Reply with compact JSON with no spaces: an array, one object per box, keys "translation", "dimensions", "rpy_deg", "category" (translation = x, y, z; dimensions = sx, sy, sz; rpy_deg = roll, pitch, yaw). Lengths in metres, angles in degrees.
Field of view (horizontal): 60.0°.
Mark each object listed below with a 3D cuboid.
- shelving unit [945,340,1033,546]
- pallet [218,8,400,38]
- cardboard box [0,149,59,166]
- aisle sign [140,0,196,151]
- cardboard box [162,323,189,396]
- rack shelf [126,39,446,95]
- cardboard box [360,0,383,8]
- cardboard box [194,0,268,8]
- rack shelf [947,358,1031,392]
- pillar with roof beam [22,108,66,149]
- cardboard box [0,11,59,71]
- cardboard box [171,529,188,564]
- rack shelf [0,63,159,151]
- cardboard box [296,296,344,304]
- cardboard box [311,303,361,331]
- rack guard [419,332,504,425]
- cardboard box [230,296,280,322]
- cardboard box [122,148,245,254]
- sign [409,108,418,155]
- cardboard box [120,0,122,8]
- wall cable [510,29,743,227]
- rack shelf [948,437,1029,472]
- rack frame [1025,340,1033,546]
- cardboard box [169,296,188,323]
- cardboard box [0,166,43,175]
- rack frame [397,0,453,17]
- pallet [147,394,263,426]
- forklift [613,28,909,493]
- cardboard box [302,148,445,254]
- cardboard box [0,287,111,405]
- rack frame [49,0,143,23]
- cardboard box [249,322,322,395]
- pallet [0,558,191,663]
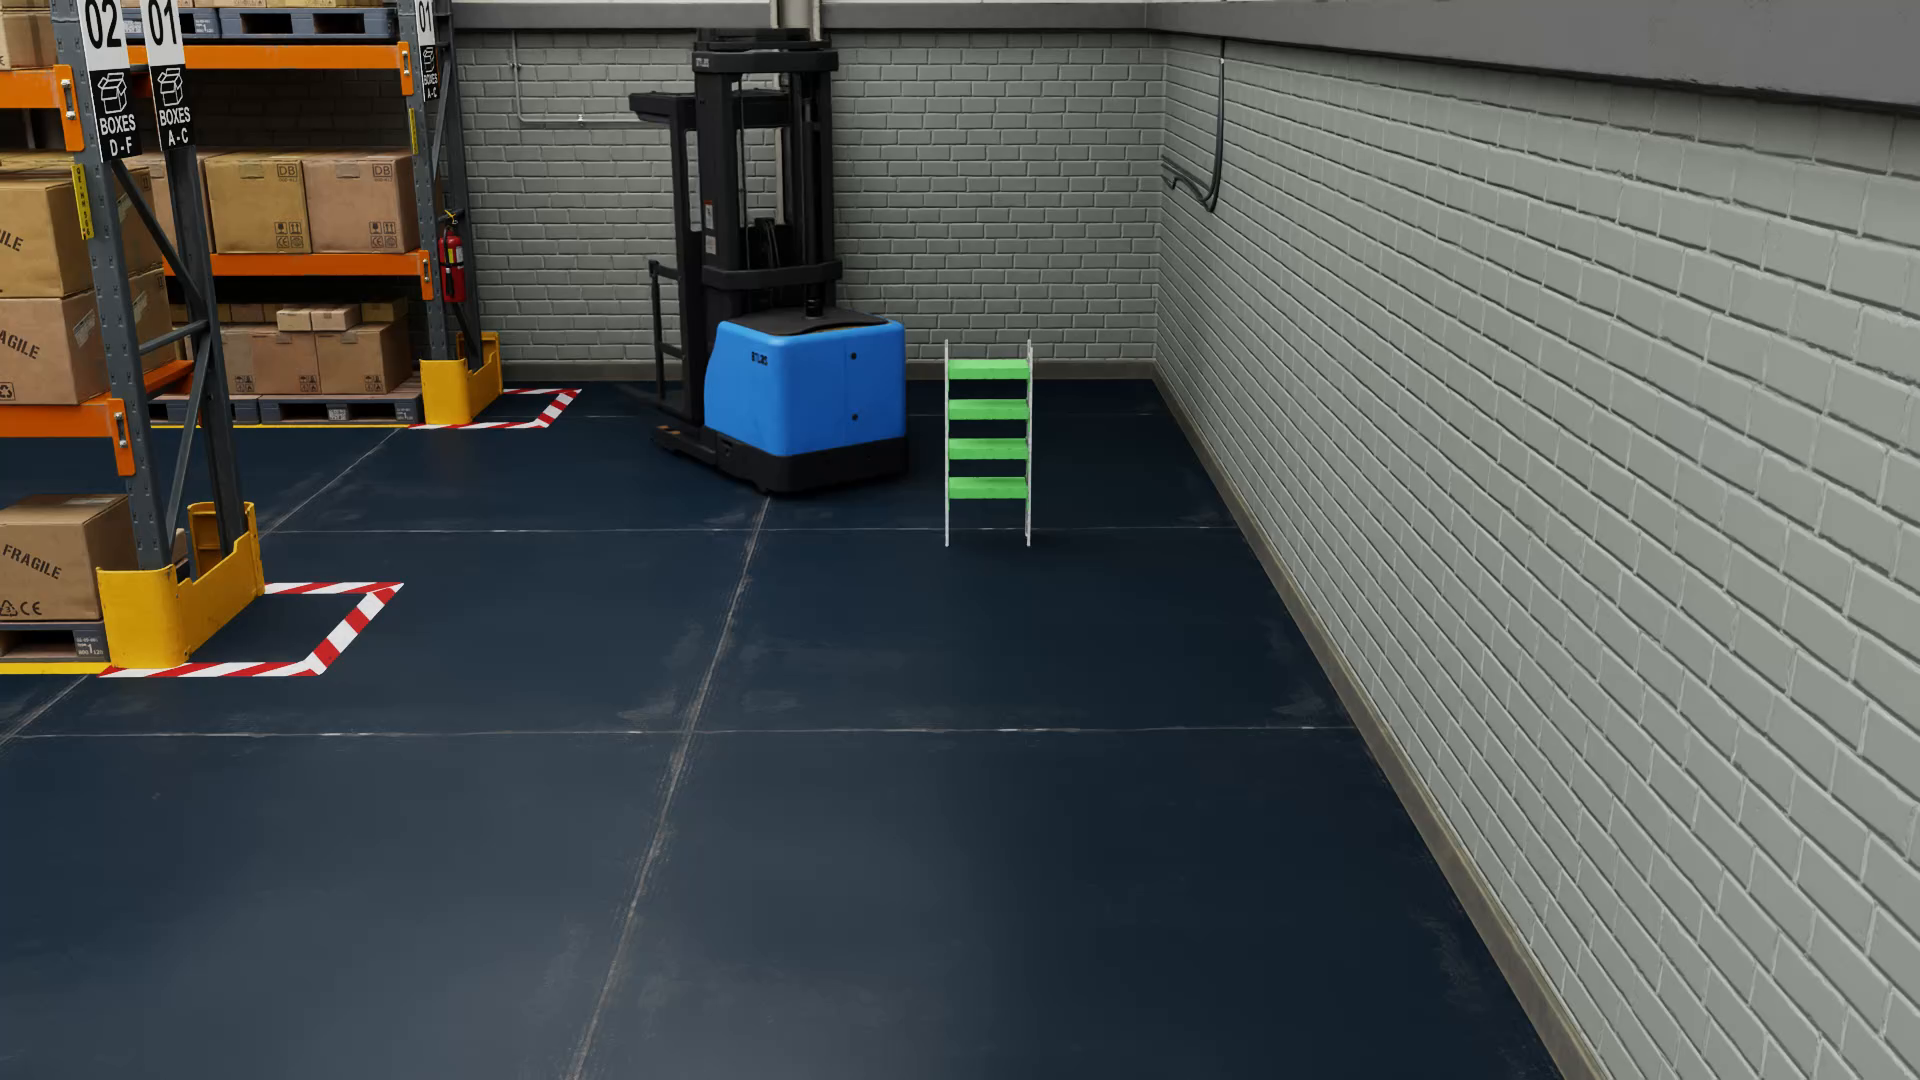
[{"translation":[0.166,-0.572,9.867],"dimensions":[0.503,1.200,0.258],"rpy_deg":[0,18,-1],"category":"shelving unit"},{"translation":[-4.736,-3.872,12.443],"dimensions":[1.213,0.211,1.003],"rpy_deg":[0,18,-1],"category":"pallet"},{"translation":[-7.451,-2.614,12.795],"dimensions":[0.700,0.700,0.980],"rpy_deg":[0,18,0],"category":"cardboard box"},{"translation":[-3.849,-2.308,8.076],"dimensions":[0.004,0.787,0.394],"rpy_deg":[0,18,-1],"category":"aisle sign"},{"translation":[-6.229,-1.459,13.090],"dimensions":[0.500,0.500,0.700],"rpy_deg":[0,18,0],"category":"cardboard box"},{"translation":[-5.994,-3.569,12.530],"dimensions":[4.000,0.370,1.077],"rpy_deg":[0,18,-1],"category":"rack shelf"},{"translation":[-4.728,-4.169,12.617],"dimensions":[0.500,0.250,0.500],"rpy_deg":[1,18,2],"category":"cardboard box"},{"translation":[-5.243,-4.010,12.121],"dimensions":[0.500,0.250,0.500],"rpy_deg":[-1,18,-3],"category":"cardboard box"},{"translation":[0.166,-0.968,9.740],"dimensions":[0.480,0.148,0.258],"rpy_deg":[0,18,-1],"category":"rack shelf"},{"translation":[-7.240,-4.283,8.668],"dimensions":[0.400,9.000,9.100],"rpy_deg":[0,18,-1],"category":"pillar with roof beam"},{"translation":[-4.422,-2.254,7.498],"dimensions":[0.500,0.250,0.500],"rpy_deg":[0,18,-1],"category":"cardboard box"},{"translation":[-4.337,0.065,8.882],"dimensions":[0.250,0.149,0.380],"rpy_deg":[0,18,-1],"category":"cardboard box"},{"translation":[-5.912,-2.056,7.814],"dimensions":[4.000,0.370,1.077],"rpy_deg":[0,18,-1],"category":"rack shelf"},{"translation":[-5.077,-1.837,13.205],"dimensions":[0.250,0.149,0.380],"rpy_deg":[0,18,-1],"category":"cardboard box"},{"translation":[-4.818,-1.721,12.846],"dimensions":[0.250,0.149,0.380],"rpy_deg":[0,18,-2],"category":"cardboard box"},{"translation":[-3.970,-1.303,13.291],"dimensions":[0.348,0.500,1.175],"rpy_deg":[0,18,-1],"category":"rack guard"},{"translation":[-5.582,-1.834,13.198],"dimensions":[0.250,0.149,0.380],"rpy_deg":[0,18,0],"category":"cardboard box"},{"translation":[-5.994,-2.623,12.821],"dimensions":[0.700,0.700,0.980],"rpy_deg":[-1,18,-4],"category":"cardboard box"},{"translation":[-4.000,-2.991,12.179],"dimensions":[0.005,0.325,0.100],"rpy_deg":[0,18,-1],"category":"sign"},{"translation":[-6.276,-4.004,12.102],"dimensions":[0.500,0.250,0.500],"rpy_deg":[-1,18,-2],"category":"cardboard box"},{"translation":[-2.729,-3.272,13.673],"dimensions":[1.851,1.984,0.084],"rpy_deg":[0,18,-1],"category":"wall cable"},{"translation":[0.166,-0.511,9.886],"dimensions":[0.480,0.148,0.258],"rpy_deg":[0,18,-1],"category":"rack shelf"},{"translation":[0.409,-0.573,9.870],"dimensions":[0.015,1.200,0.240],"rpy_deg":[0,18,-1],"category":"rack frame"},{"translation":[-6.092,-1.832,13.190],"dimensions":[0.250,0.149,0.380],"rpy_deg":[-1,18,-2],"category":"cardboard box"},{"translation":[-4.883,-1.577,8.254],"dimensions":[0.500,0.500,0.500],"rpy_deg":[0,18,0],"category":"cardboard box"},{"translation":[-3.994,-5.350,11.992],"dimensions":[0.127,3.000,1.000],"rpy_deg":[0,18,-1],"category":"rack frame"},{"translation":[-6.009,-1.133,13.233],"dimensions":[1.213,0.211,1.003],"rpy_deg":[0,18,-1],"category":"pallet"},{"translation":[-1.605,-2.095,11.779],"dimensions":[1.130,2.935,3.031],"rpy_deg":[-12,21,-33],"category":"forklift"},{"translation":[-4.504,-2.630,12.846],"dimensions":[0.700,0.700,0.980],"rpy_deg":[1,18,2],"category":"cardboard box"},{"translation":[-4.356,-0.943,7.911],"dimensions":[0.500,0.500,0.500],"rpy_deg":[0,18,1],"category":"cardboard box"},{"translation":[-3.912,-3.837,7.276],"dimensions":[0.127,3.000,1.000],"rpy_deg":[0,18,-1],"category":"rack frame"},{"translation":[-5.193,-1.466,13.113],"dimensions":[0.500,0.500,0.700],"rpy_deg":[0,18,-1],"category":"cardboard box"},{"translation":[-4.786,0.352,8.604],"dimensions":[1.213,0.211,1.003],"rpy_deg":[0,18,-1],"category":"pallet"}]
